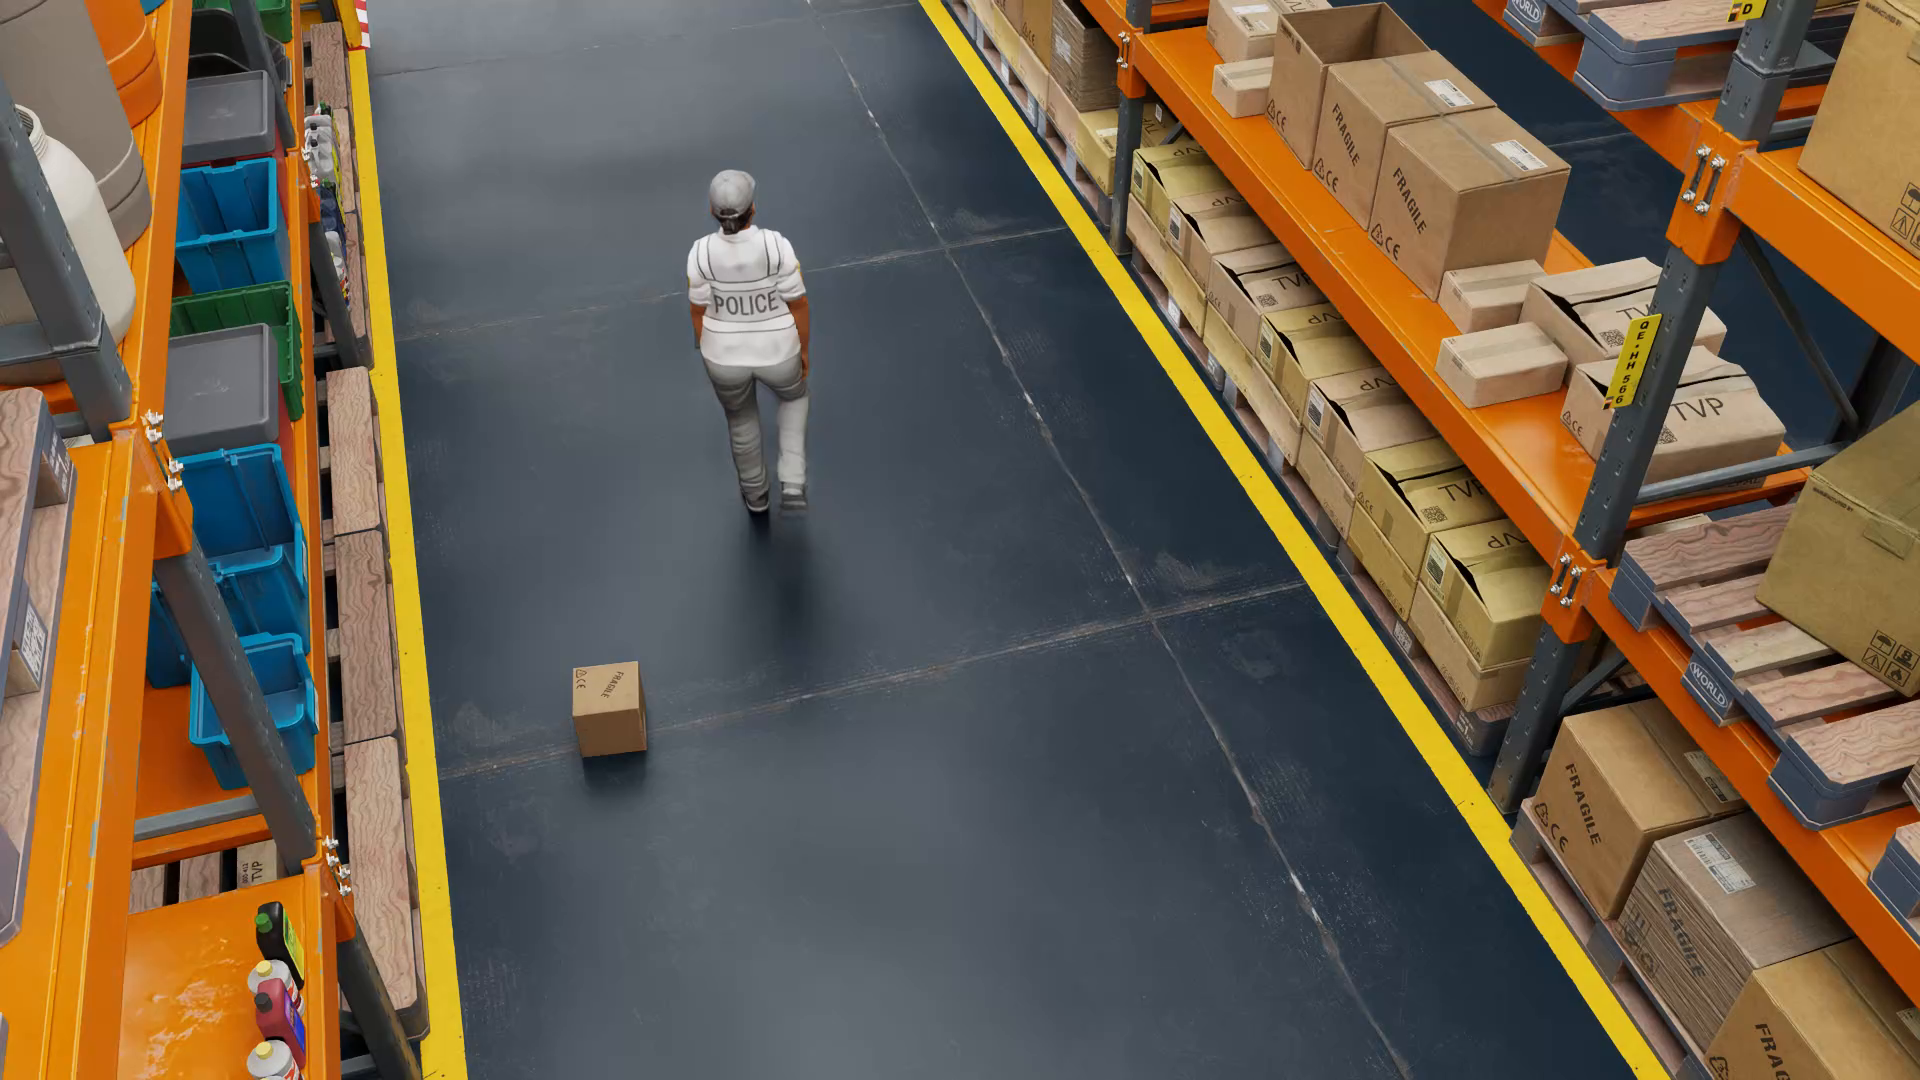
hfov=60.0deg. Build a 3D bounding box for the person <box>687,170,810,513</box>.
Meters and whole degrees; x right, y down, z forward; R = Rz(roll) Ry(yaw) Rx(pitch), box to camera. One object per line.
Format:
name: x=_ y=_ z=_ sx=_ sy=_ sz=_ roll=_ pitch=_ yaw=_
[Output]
person: x=-0.862 y=-0.777 z=6.972 sx=0.486 sy=1.653 sz=0.484 roll=-5 pitch=43 yaw=-6
